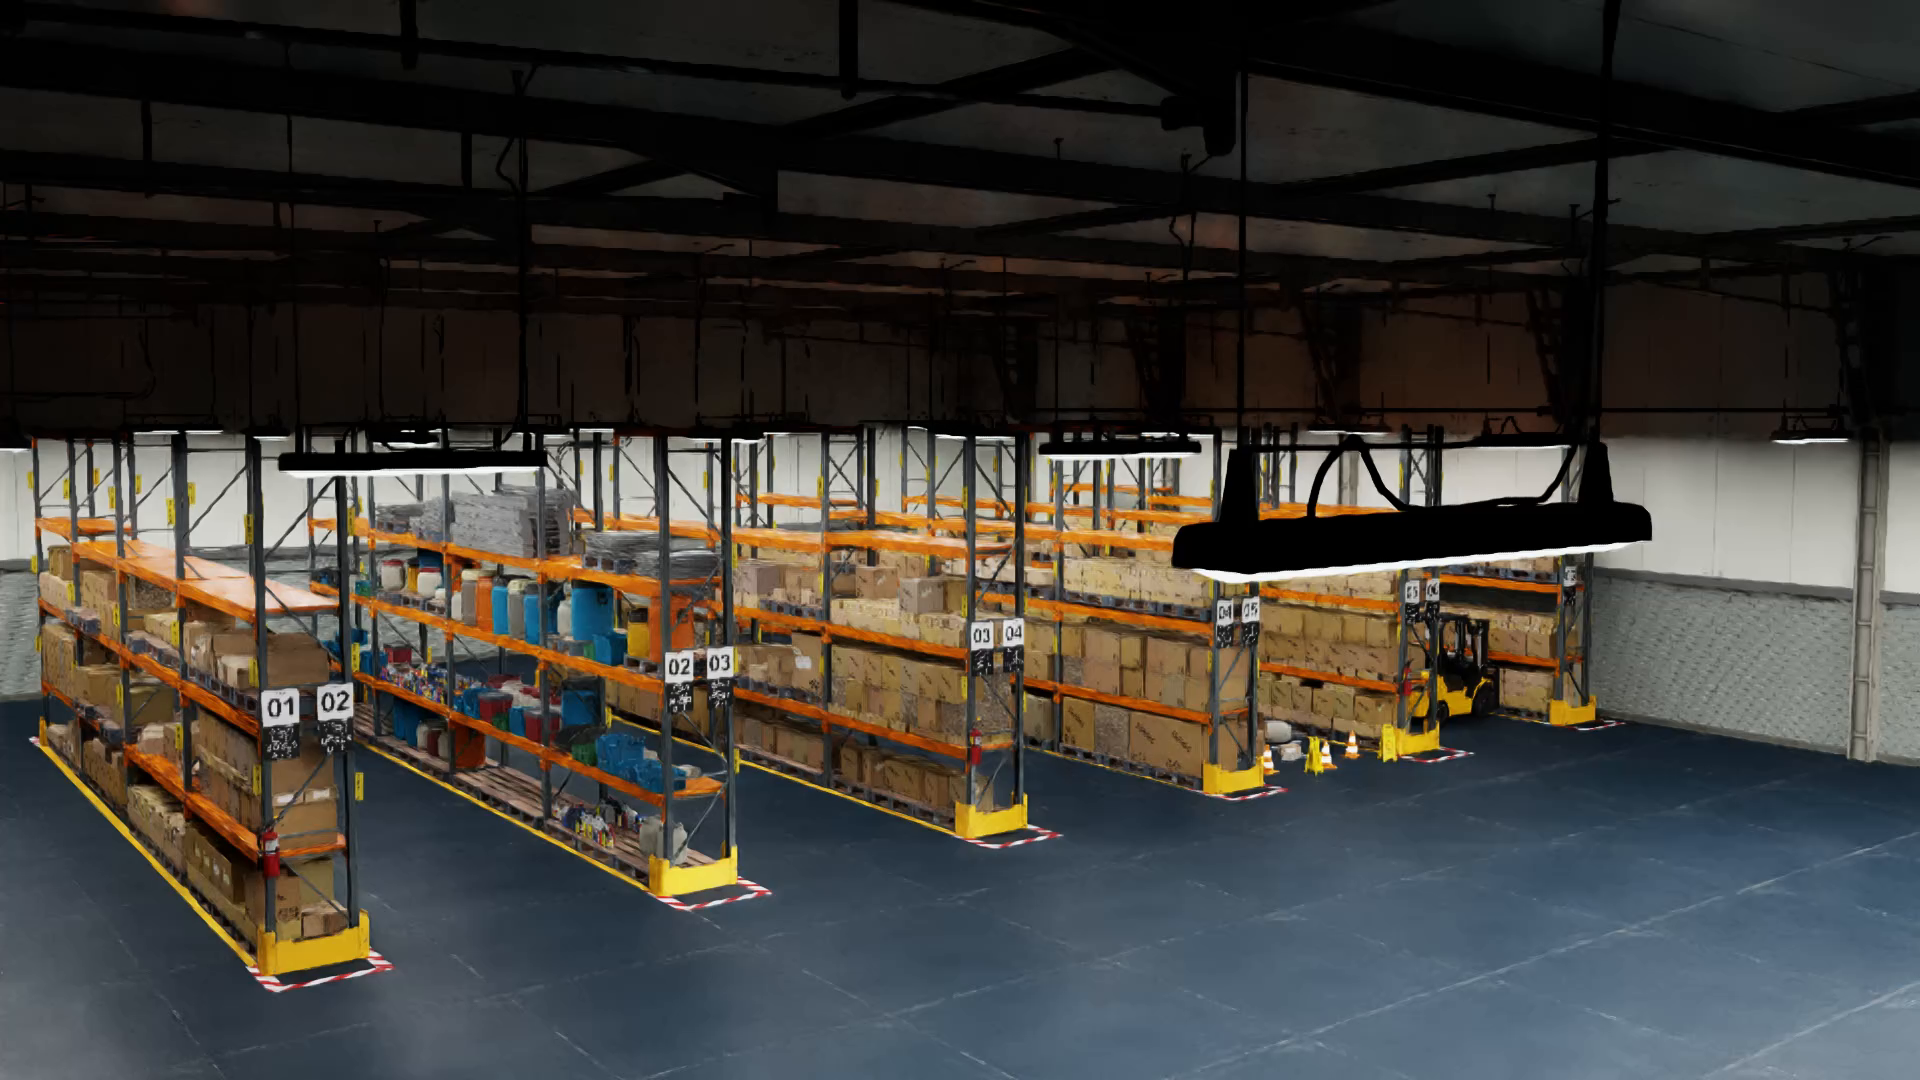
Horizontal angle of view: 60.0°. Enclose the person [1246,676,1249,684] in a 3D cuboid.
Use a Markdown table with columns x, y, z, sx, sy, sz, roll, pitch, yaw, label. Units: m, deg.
| x | y | z | sx | sy | sz | roll | pitch | yaw | label |
| --- | --- | --- | --- | --- | --- | --- | --- | --- | --- |
| 6.326 | 2.526 | 37.812 | 0.541 | 1.657 | 0.592 | -1 | 5 | -8 | person |
